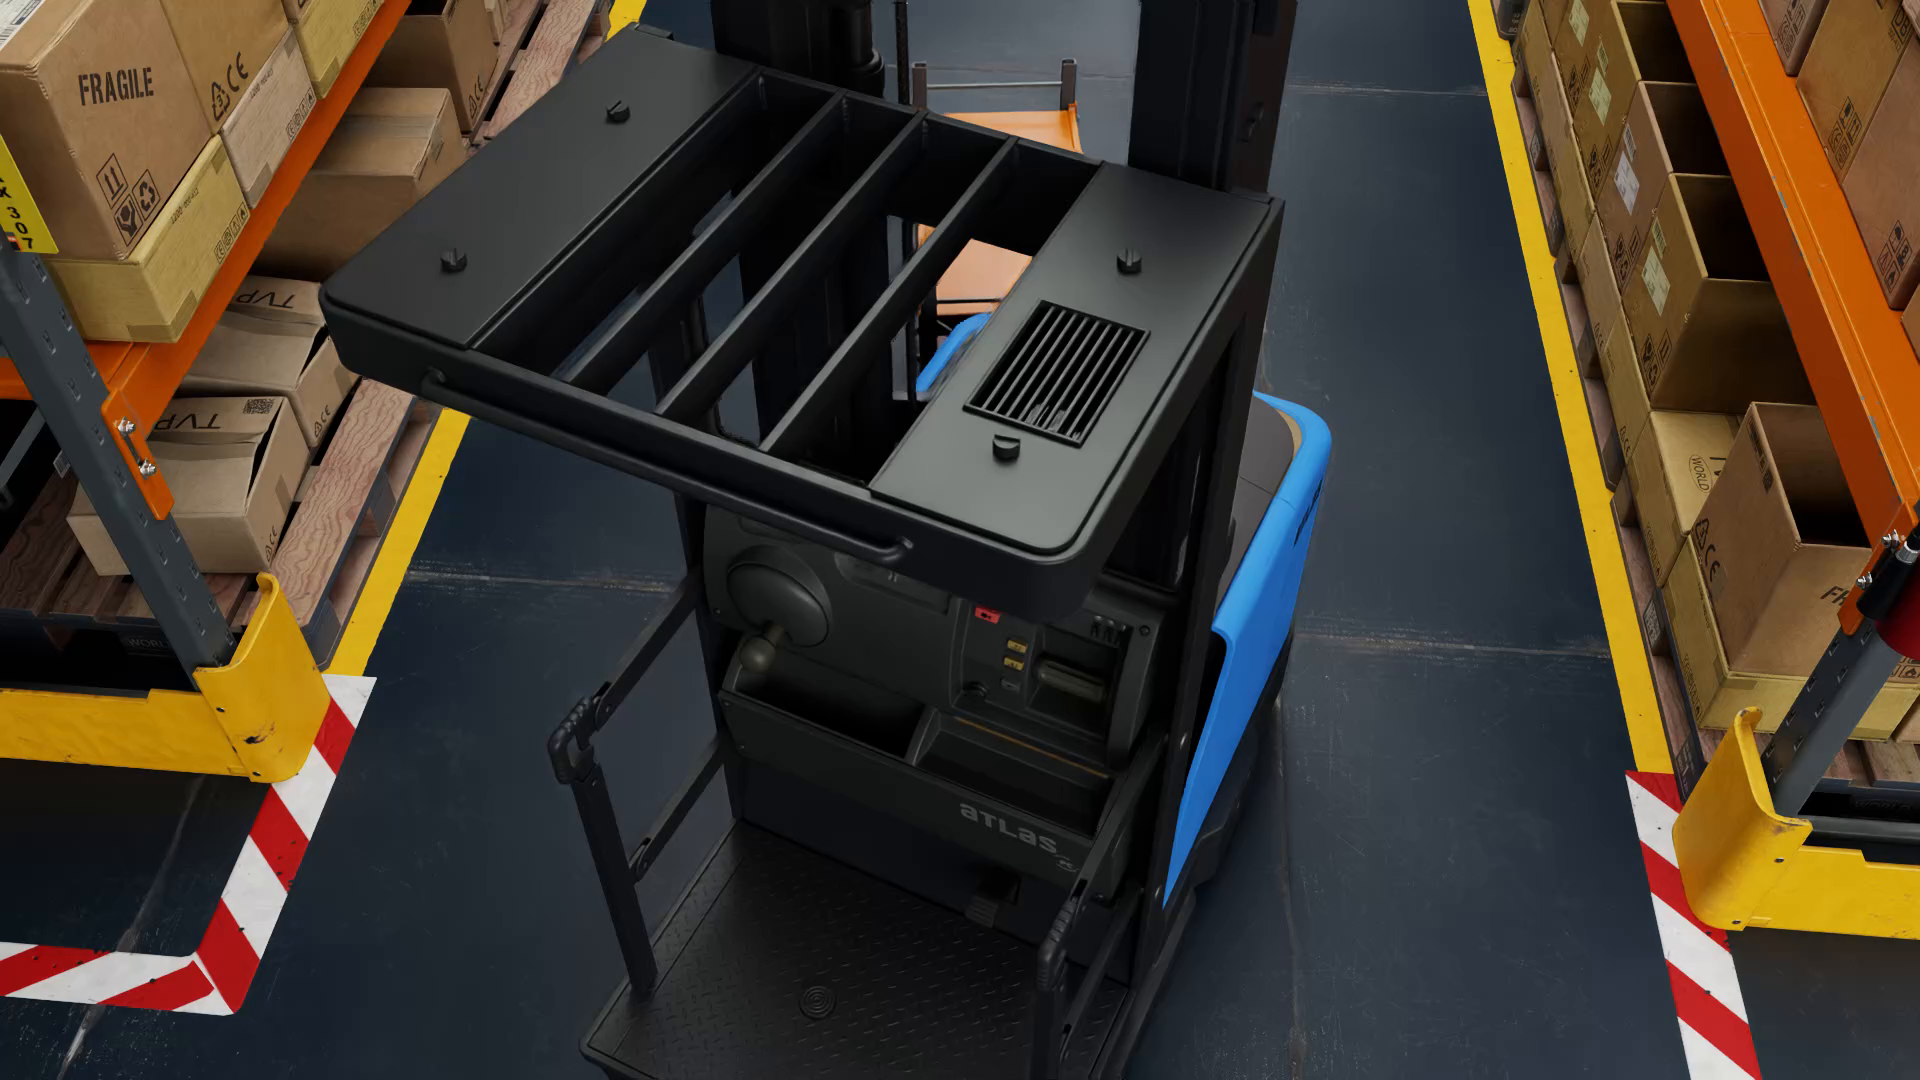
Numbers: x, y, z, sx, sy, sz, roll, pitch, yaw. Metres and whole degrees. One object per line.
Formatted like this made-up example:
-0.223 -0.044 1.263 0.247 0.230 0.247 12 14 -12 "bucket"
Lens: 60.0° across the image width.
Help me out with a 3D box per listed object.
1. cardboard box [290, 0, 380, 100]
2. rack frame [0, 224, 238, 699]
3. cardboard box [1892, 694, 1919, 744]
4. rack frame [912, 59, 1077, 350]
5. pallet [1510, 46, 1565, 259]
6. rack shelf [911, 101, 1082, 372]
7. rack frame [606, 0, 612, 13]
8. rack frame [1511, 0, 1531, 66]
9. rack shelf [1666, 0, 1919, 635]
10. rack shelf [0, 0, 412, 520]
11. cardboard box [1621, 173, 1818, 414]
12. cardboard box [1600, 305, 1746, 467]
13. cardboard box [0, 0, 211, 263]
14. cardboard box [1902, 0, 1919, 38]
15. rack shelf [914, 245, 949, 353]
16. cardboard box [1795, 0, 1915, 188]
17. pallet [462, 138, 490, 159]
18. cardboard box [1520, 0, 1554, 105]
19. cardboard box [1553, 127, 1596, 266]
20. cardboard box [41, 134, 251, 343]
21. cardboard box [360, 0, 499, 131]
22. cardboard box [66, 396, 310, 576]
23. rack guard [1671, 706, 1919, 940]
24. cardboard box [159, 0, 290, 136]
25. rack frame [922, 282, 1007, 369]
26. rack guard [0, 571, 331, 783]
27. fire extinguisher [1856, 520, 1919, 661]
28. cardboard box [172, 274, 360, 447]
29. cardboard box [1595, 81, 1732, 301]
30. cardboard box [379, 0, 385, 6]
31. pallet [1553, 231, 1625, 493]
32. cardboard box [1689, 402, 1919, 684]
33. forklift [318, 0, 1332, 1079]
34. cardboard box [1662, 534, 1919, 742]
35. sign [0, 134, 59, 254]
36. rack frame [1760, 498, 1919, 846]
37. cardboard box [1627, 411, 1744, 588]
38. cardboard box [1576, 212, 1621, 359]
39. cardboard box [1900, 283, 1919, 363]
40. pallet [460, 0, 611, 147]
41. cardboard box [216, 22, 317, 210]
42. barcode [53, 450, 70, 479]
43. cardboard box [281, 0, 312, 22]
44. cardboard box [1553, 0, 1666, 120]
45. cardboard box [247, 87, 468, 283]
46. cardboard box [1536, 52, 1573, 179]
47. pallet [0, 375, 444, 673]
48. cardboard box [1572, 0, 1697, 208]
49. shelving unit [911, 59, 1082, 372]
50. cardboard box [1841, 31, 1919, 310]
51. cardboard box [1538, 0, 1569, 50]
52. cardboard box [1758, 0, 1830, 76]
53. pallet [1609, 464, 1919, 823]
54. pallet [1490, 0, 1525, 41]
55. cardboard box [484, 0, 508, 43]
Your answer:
-1.978 -1.491 4.669 0.500 0.250 0.500 3 48 3 "cardboard box"
-2.424 -0.442 3.621 1.000 3.000 0.127 4 48 4 "rack frame"
2.779 0.296 4.525 0.500 0.250 0.500 4 48 4 "cardboard box"
0.105 -1.068 5.464 0.500 1.125 0.032 -2 48 -2 "rack frame"
2.759 -1.528 6.504 1.003 0.211 1.213 4 48 4 "pallet"
0.127 -0.891 4.906 0.538 0.278 1.000 -2 48 -2 "rack shelf"
-2.060 -3.381 6.309 1.000 3.000 0.127 4 48 4 "rack frame"
2.874 -3.050 6.007 1.000 3.000 0.127 4 48 4 "rack frame"
2.691 -1.338 4.928 1.077 0.370 4.000 4 48 4 "rack shelf"
-2.242 -1.668 5.231 1.077 0.370 4.000 4 48 4 "rack shelf"
2.338 -0.728 4.954 0.500 0.500 0.500 4 48 4 "cardboard box"
2.341 -0.475 5.230 0.500 0.250 0.500 4 48 4 "cardboard box"
-2.082 -0.981 3.695 0.500 0.500 0.500 4 48 4 "cardboard box"
2.425 -1.222 3.828 0.380 0.149 0.250 4 48 4 "cardboard box"
0.127 -0.528 5.302 0.538 0.278 1.000 -2 48 -2 "rack shelf"
2.658 -1.238 4.282 0.700 0.500 0.500 4 48 4 "cardboard box"
-2.194 -1.045 6.063 1.003 0.211 1.213 4 48 4 "pallet"
2.529 -1.944 6.574 0.500 0.250 0.500 4 48 4 "cardboard box"
2.428 -1.210 5.902 0.500 0.250 0.500 4 48 4 "cardboard box"
-2.064 -0.735 3.977 0.500 0.250 0.500 3 48 2 "cardboard box"
-2.115 -1.920 6.369 0.500 0.500 0.500 1 48 1 "cardboard box"
-2.272 -0.185 4.910 0.500 0.311 0.500 -1 48 -1 "cardboard box"
2.507 0.750 4.225 1.175 0.500 0.348 4 48 4 "rack guard"
-2.027 -1.344 4.026 0.500 0.500 0.500 4 48 4 "cardboard box"
0.149 -0.318 4.779 0.500 1.125 0.032 -2 48 -2 "rack frame"
-2.418 0.346 4.594 1.175 0.500 0.348 4 48 4 "rack guard"
2.036 -0.029 3.297 0.296 0.674 0.183 4 48 4 "fire extinguisher"
-2.220 -0.604 5.293 0.500 0.311 0.500 7 48 7 "cardboard box"
2.385 -1.095 5.289 0.500 0.500 0.500 4 48 4 "cardboard box"
-1.930 -1.863 5.009 0.500 0.250 0.500 4 48 4 "cardboard box"
2.651 -0.629 5.682 1.003 0.211 1.213 4 48 4 "pallet"
2.262 0.008 4.281 0.500 0.500 0.500 4 48 4 "cardboard box"
-0.168 0.249 3.036 1.130 2.935 3.031 20 51 17 "forklift"
2.264 0.261 4.557 0.500 0.250 0.500 4 48 4 "cardboard box"
-1.884 -0.697 3.268 0.100 0.325 0.005 4 48 4 "sign"
2.509 -0.111 3.319 1.000 3.000 0.127 4 48 4 "rack frame"
2.297 -0.107 4.894 0.500 0.250 0.500 4 48 4 "cardboard box"
2.388 -0.842 5.566 0.500 0.250 0.500 4 48 4 "cardboard box"
2.564 -0.487 3.595 0.700 0.500 0.500 4 48 4 "cardboard box"
-2.086 -1.944 6.885 1.003 0.211 1.213 4 48 4 "pallet"
-2.031 -1.117 4.327 0.500 0.250 0.500 3 48 2 "cardboard box"
-2.668 -0.228 4.944 0.001 0.075 0.075 4 48 4 "barcode"
-1.973 -1.723 4.373 0.500 0.500 0.500 2 48 2 "cardboard box"
2.482 -1.830 5.961 0.500 0.500 0.500 4 48 4 "cardboard box"
-2.103 -1.203 5.714 0.700 0.500 0.500 1 48 1 "cardboard box"
2.479 -1.577 6.238 0.500 0.250 0.500 4 48 4 "cardboard box"
-2.308 -0.151 5.245 1.003 0.211 1.213 4 48 4 "pallet"
2.428 -1.463 5.626 0.500 0.500 0.500 4 48 4 "cardboard box"
0.127 -0.693 5.122 0.538 1.125 1.048 -2 48 -2 "shelving unit"
2.607 -0.873 3.948 0.700 0.500 0.500 5 48 5 "cardboard box"
2.519 -2.198 6.298 0.500 0.500 0.500 4 48 4 "cardboard box"
2.703 -1.625 4.636 0.700 0.500 0.500 5 48 5 "cardboard box"
2.537 0.265 4.864 1.003 0.211 1.213 4 48 4 "pallet"
2.902 -2.653 7.534 1.003 0.211 1.213 4 48 4 "pallet"
-2.079 -2.178 6.831 0.380 0.166 0.250 -2 48 -2 "cardboard box"
